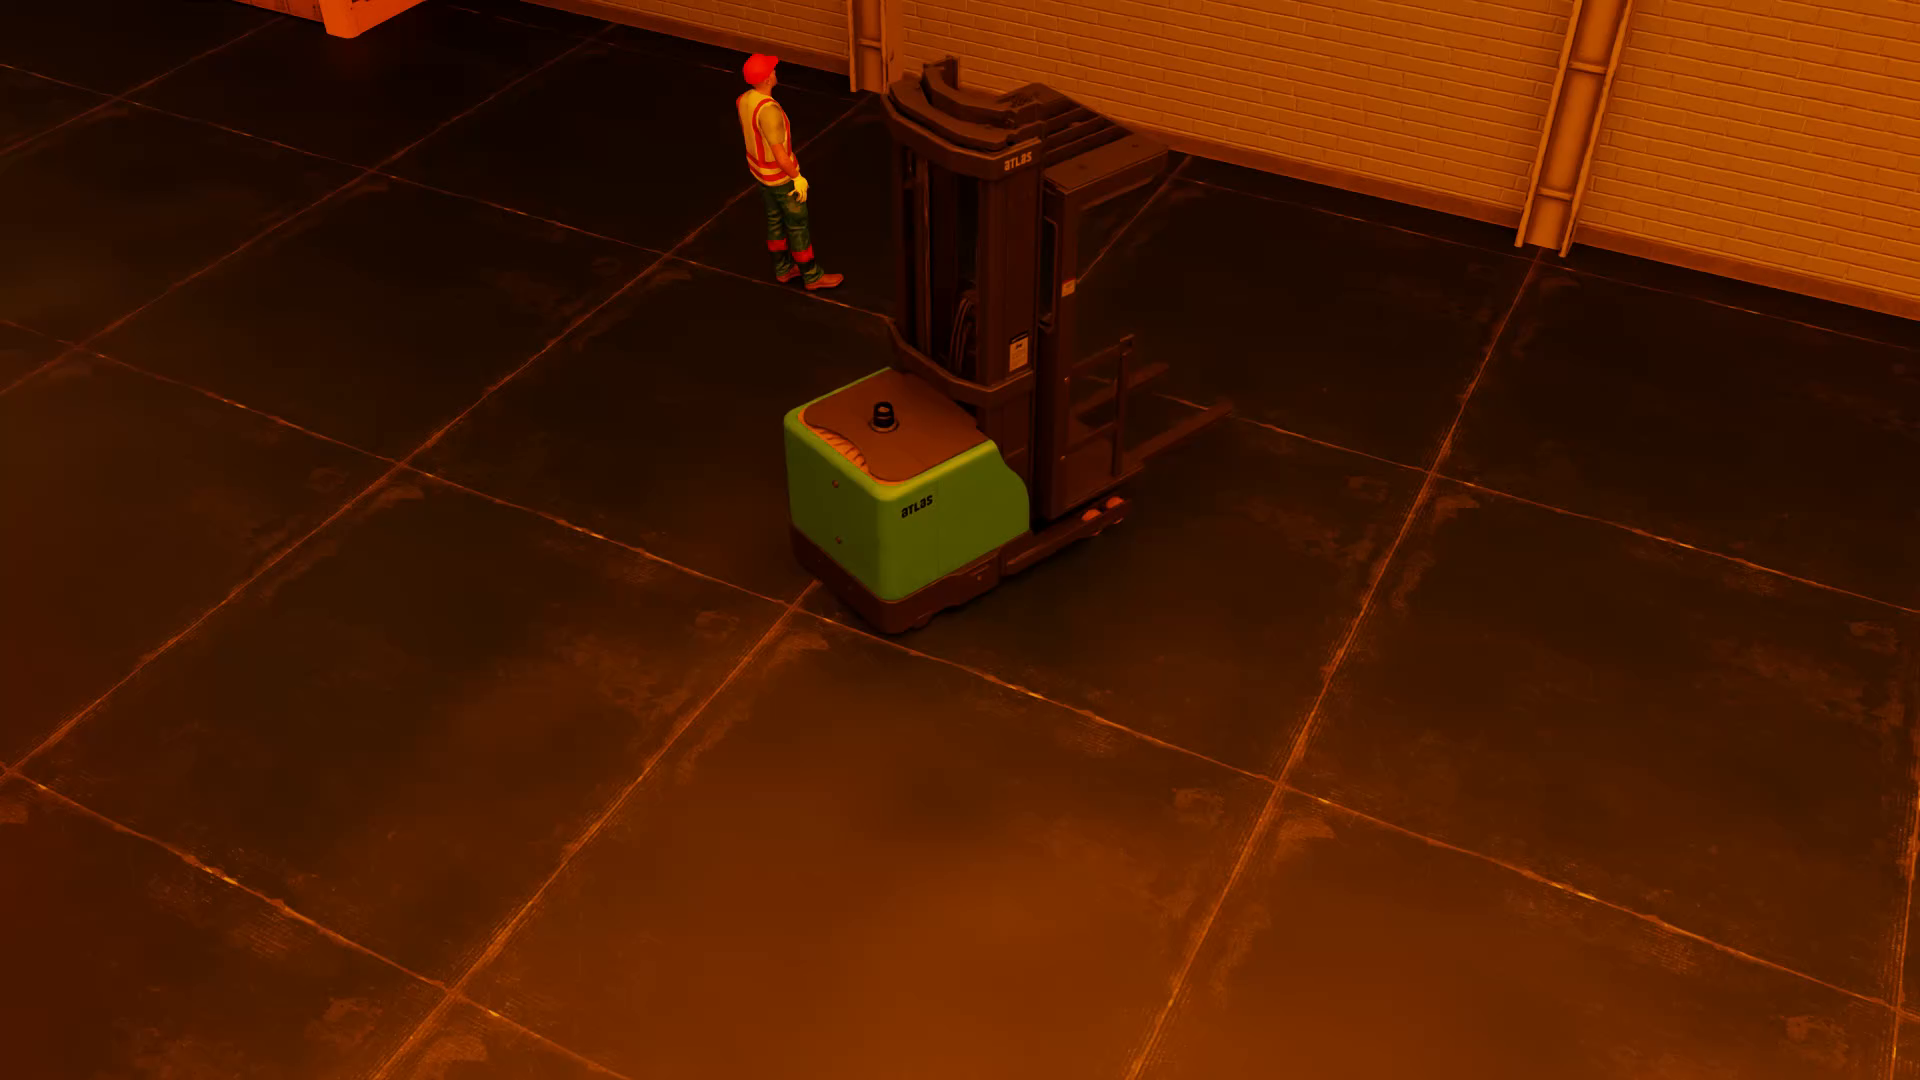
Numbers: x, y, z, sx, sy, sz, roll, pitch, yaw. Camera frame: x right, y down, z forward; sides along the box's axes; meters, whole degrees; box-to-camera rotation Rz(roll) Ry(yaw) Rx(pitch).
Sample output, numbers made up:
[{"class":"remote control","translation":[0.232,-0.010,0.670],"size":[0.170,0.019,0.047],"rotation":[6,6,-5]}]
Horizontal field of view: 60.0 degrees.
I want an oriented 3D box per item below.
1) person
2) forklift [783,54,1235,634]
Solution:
[{"class":"person","translation":[-1.257,-2.679,12.043],"size":[0.566,1.786,0.638],"rotation":[-23,45,-25]},{"class":"forklift","translation":[0.434,-1.382,9.628],"size":[3.031,2.935,1.130],"rotation":[-28,47,-29]}]
